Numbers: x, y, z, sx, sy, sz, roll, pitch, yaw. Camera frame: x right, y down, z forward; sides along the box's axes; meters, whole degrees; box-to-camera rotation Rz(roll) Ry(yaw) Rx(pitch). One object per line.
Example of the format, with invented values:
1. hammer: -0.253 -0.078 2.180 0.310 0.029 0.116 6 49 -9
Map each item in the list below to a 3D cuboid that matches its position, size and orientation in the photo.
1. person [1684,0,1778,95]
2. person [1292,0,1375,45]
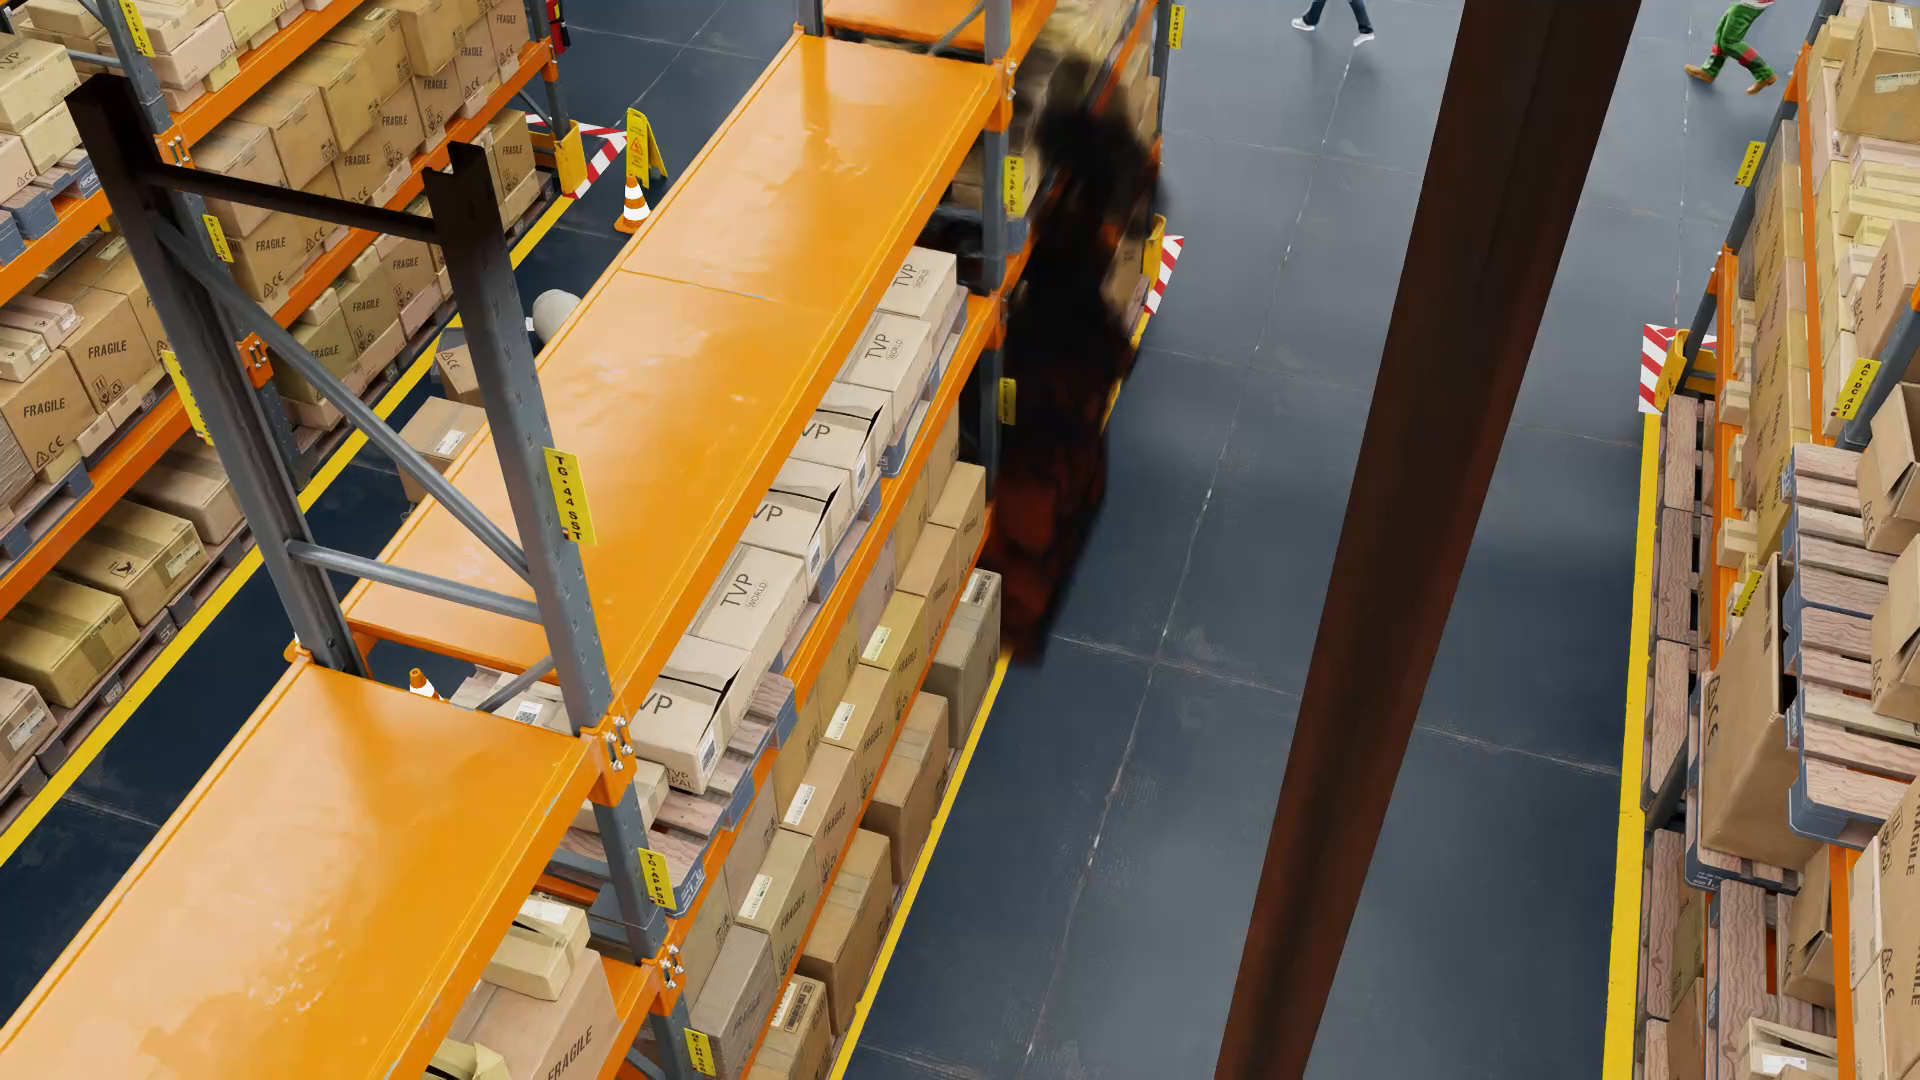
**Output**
1. person: 6.969 -4.714 14.513 0.668 1.760 0.868 -34 54 -28
2. person: 3.487 -5.276 15.134 0.533 1.585 0.886 -25 51 -23
